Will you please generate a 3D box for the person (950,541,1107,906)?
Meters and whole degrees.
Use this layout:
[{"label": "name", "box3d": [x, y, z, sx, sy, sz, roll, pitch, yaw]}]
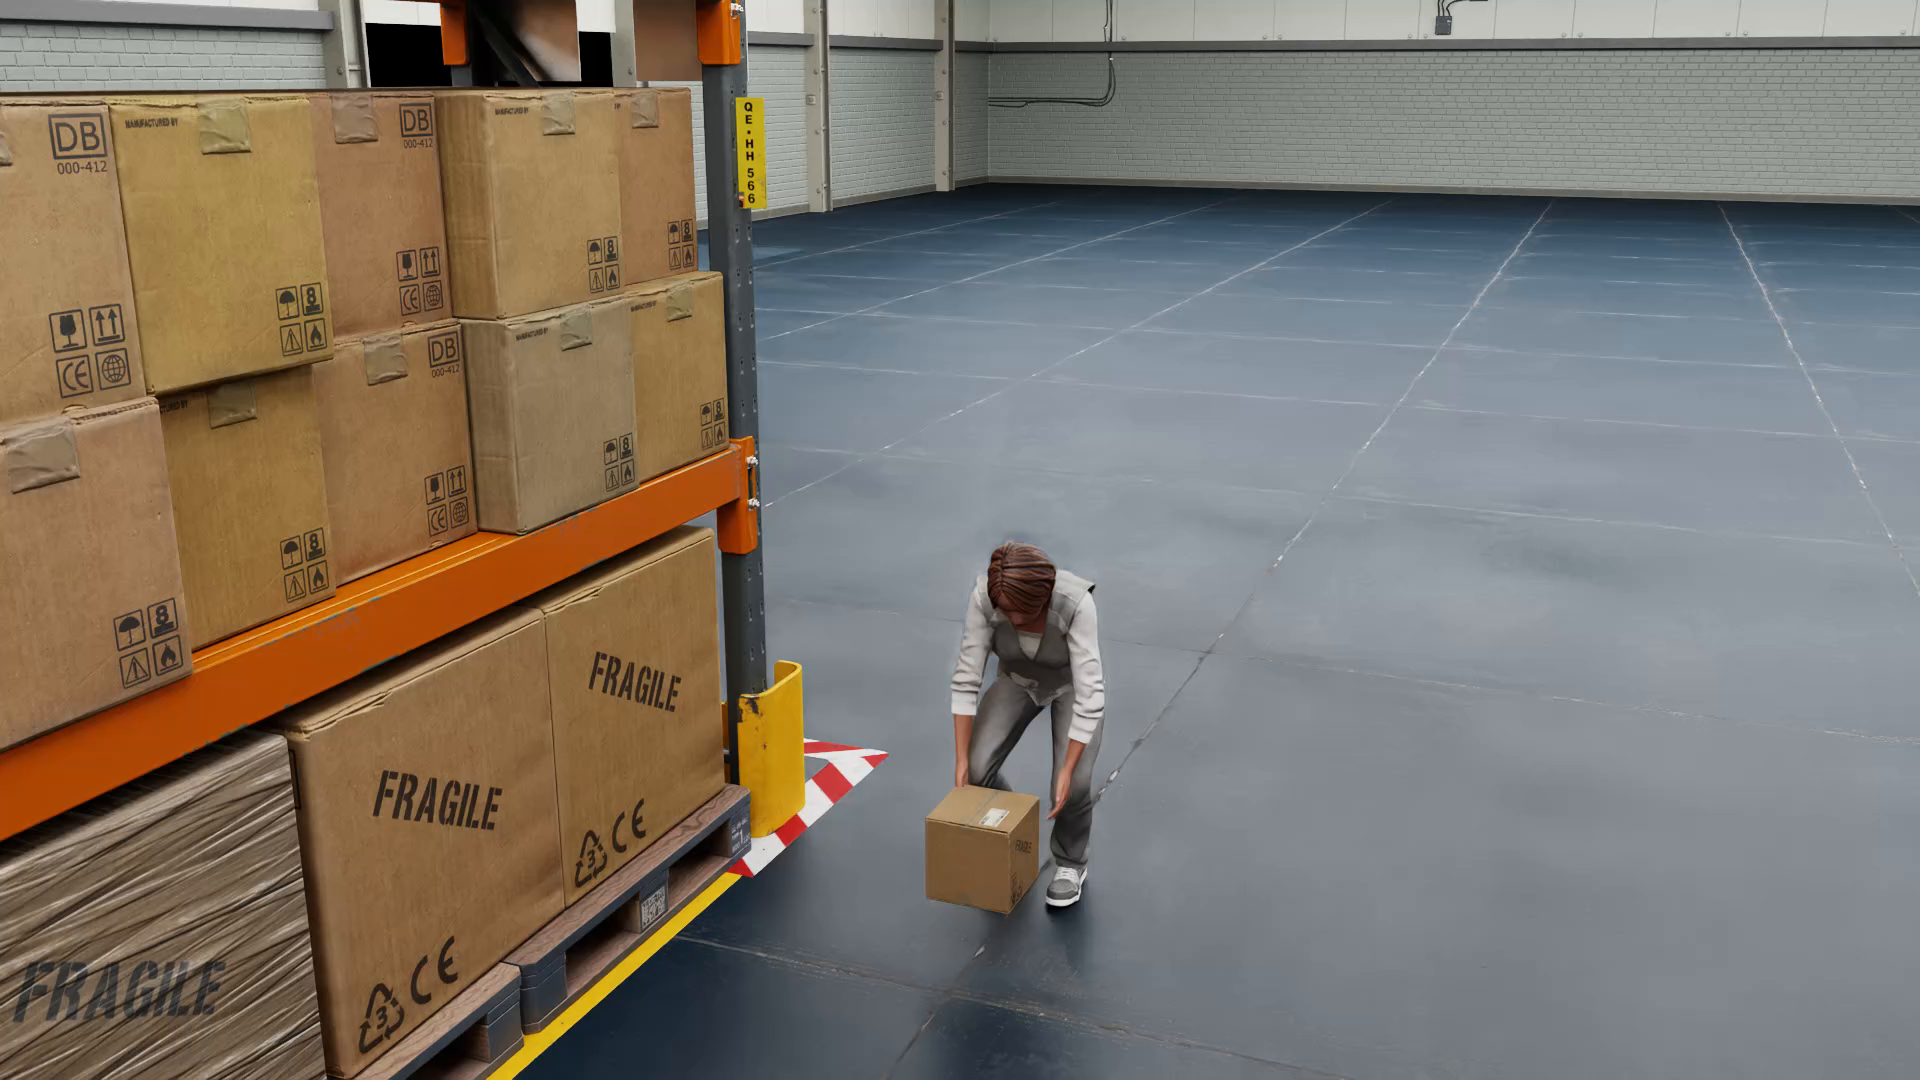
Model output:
[{"label": "person", "box3d": [0.243, 0.520, 4.957, 0.462, 1.190, 0.710, 6, 17, 21]}]
